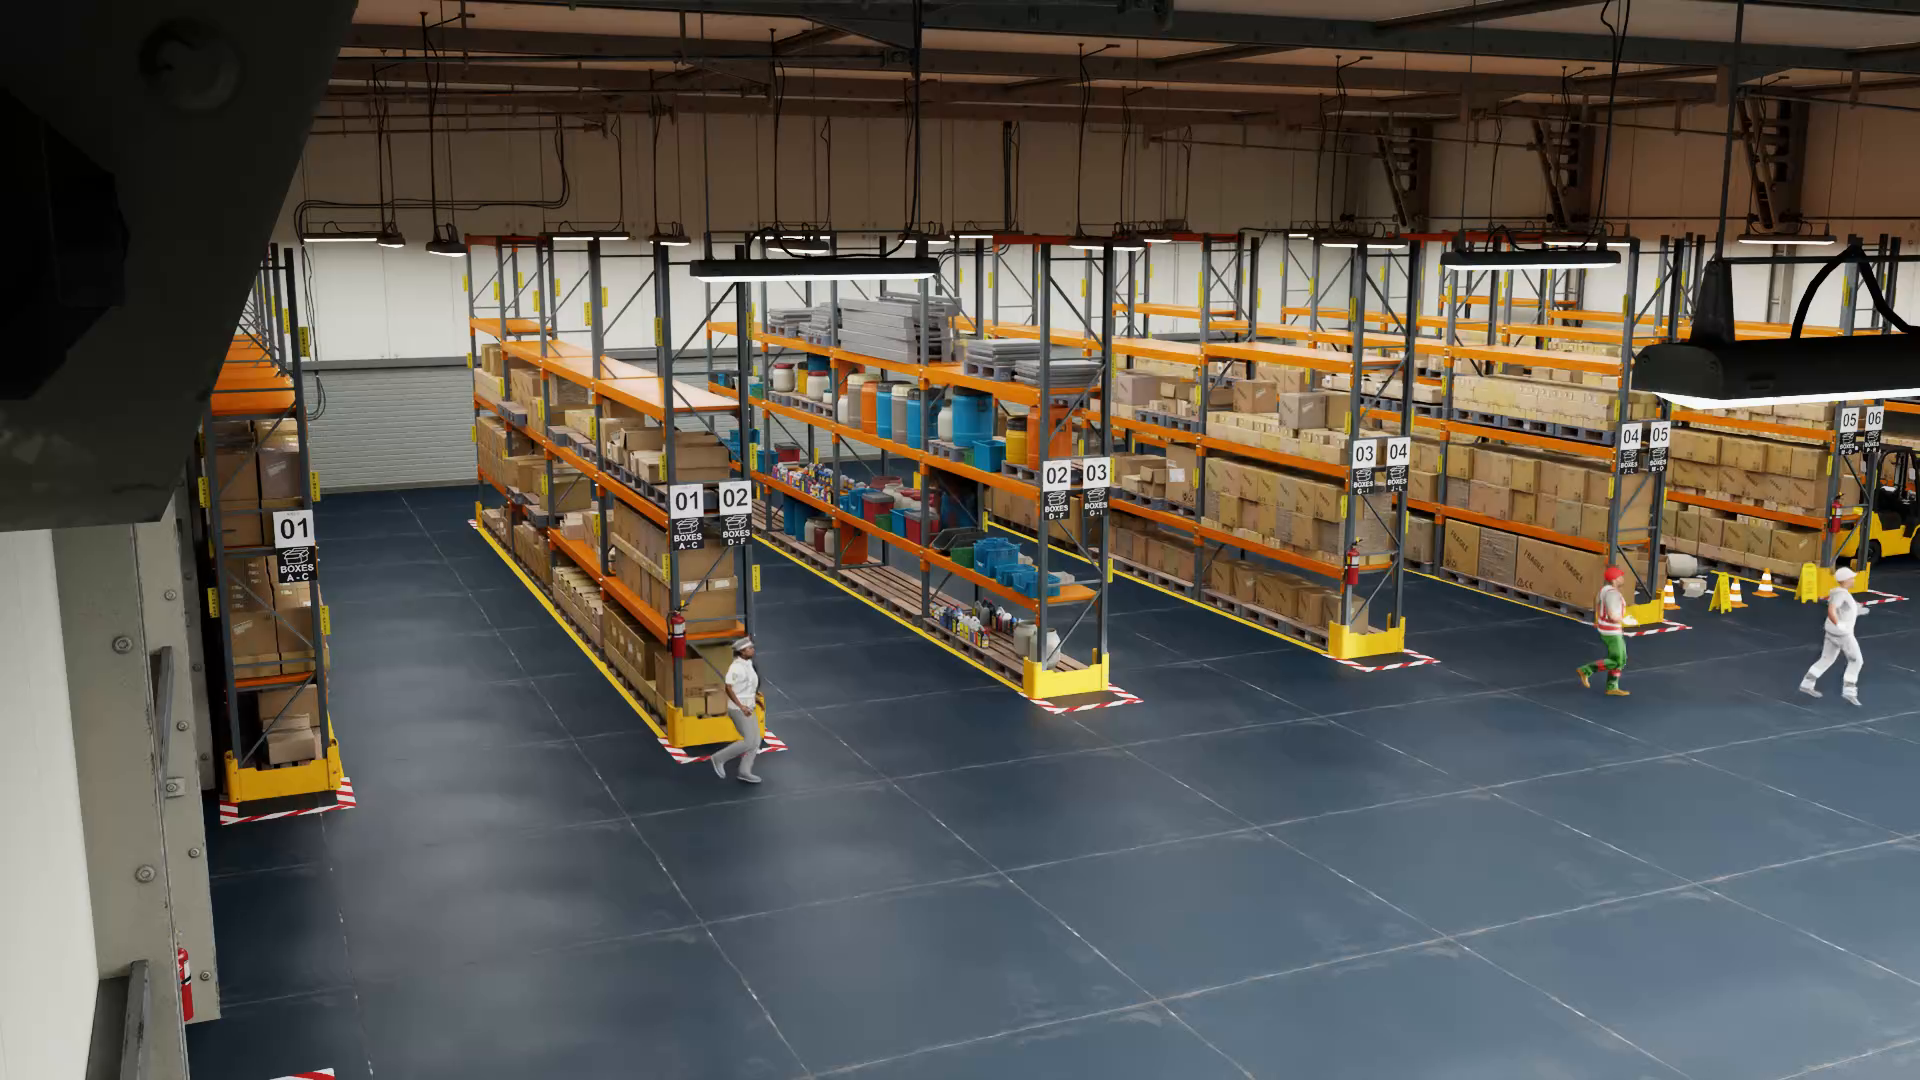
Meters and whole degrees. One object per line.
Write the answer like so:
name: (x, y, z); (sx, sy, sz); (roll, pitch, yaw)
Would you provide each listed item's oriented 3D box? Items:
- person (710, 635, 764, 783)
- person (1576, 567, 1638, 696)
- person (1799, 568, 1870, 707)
person: (-2.528, 1.909, 18.994); (0.573, 1.638, 0.654); (1, 11, 6)
person: (8.652, 1.221, 22.240); (0.720, 1.750, 0.643); (3, 11, 13)
person: (11.541, 1.273, 21.879); (0.809, 1.850, 0.635); (1, 11, 7)
